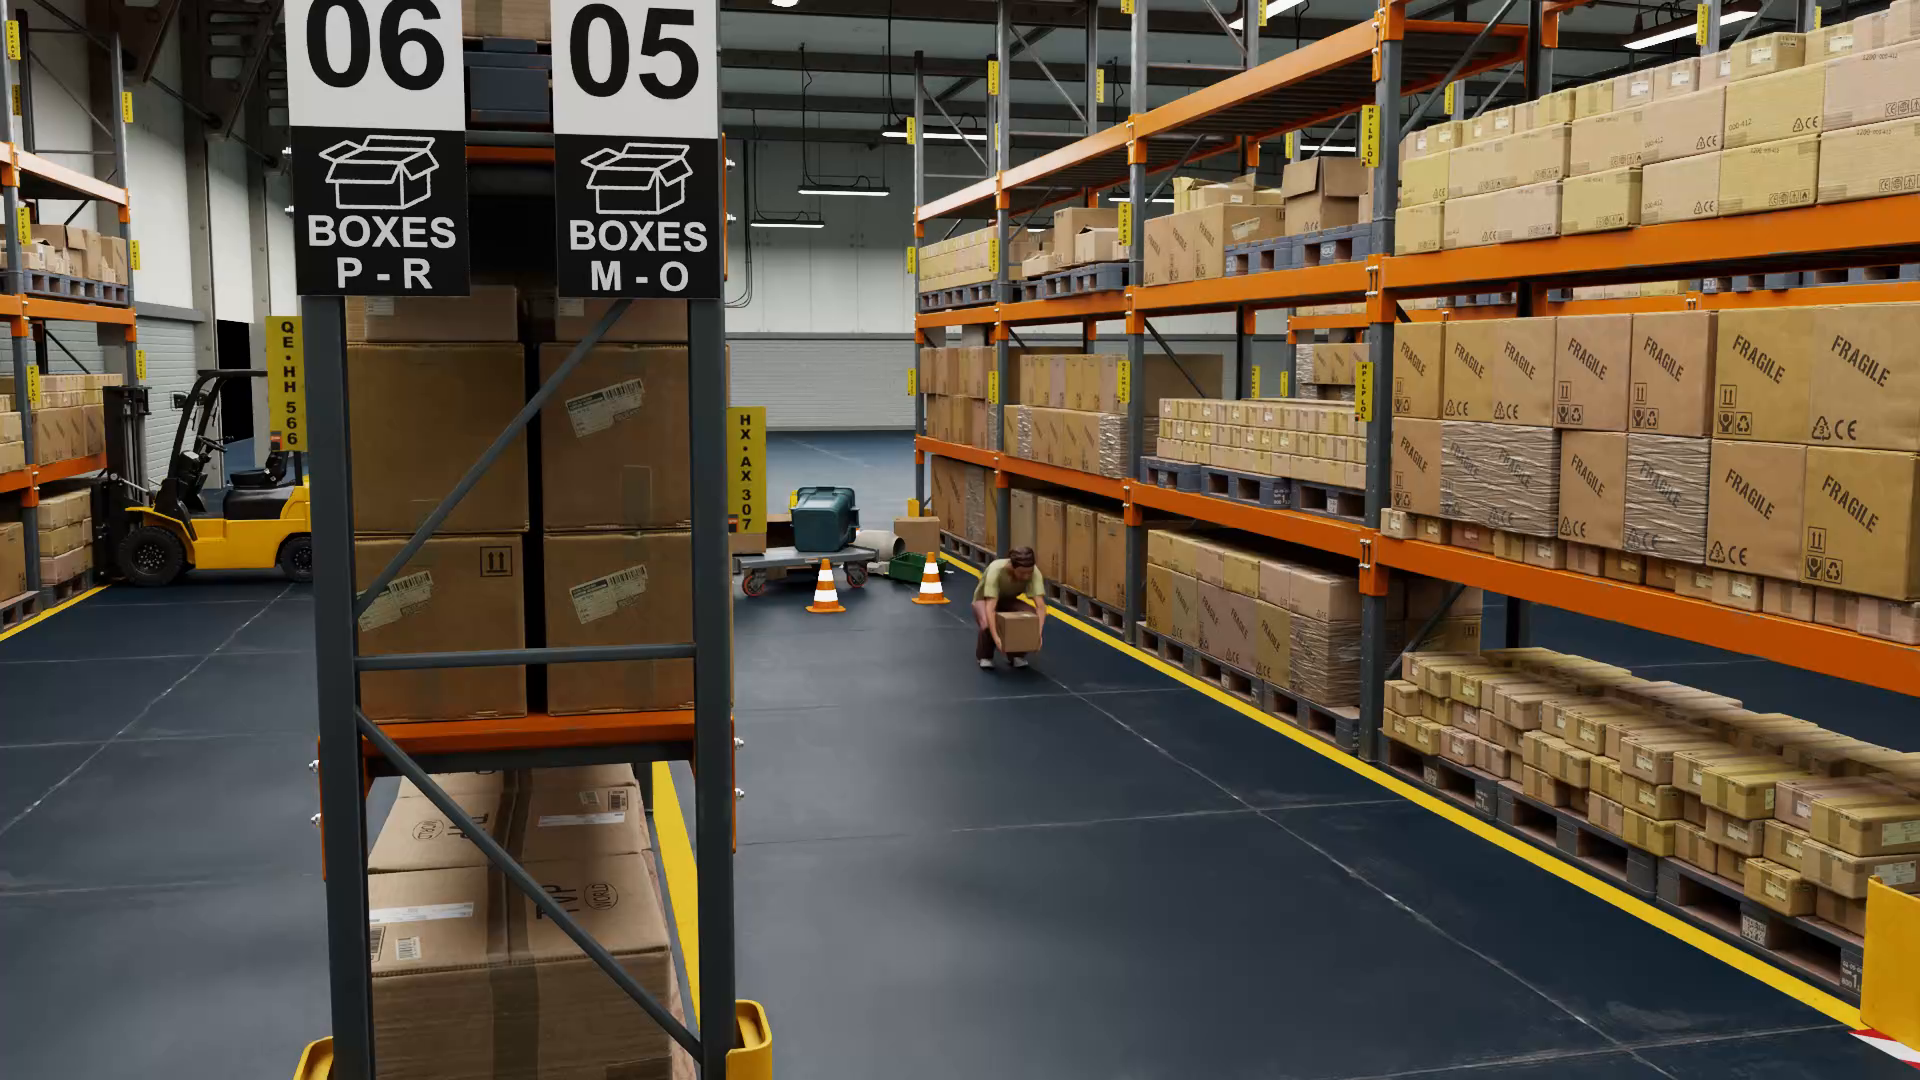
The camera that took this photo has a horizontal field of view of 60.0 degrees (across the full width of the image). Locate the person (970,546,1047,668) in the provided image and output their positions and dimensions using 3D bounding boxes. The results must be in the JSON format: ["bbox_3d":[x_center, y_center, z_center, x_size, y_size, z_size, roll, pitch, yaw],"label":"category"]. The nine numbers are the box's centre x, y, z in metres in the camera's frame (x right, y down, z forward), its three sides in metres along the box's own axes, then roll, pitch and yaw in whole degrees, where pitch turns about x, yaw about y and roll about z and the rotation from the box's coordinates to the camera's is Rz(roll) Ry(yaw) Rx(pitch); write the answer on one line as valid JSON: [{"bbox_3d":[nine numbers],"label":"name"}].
[{"bbox_3d":[0.356,0.480,12.175,0.490,0.937,0.795,-2,6,-14],"label":"person"}]
